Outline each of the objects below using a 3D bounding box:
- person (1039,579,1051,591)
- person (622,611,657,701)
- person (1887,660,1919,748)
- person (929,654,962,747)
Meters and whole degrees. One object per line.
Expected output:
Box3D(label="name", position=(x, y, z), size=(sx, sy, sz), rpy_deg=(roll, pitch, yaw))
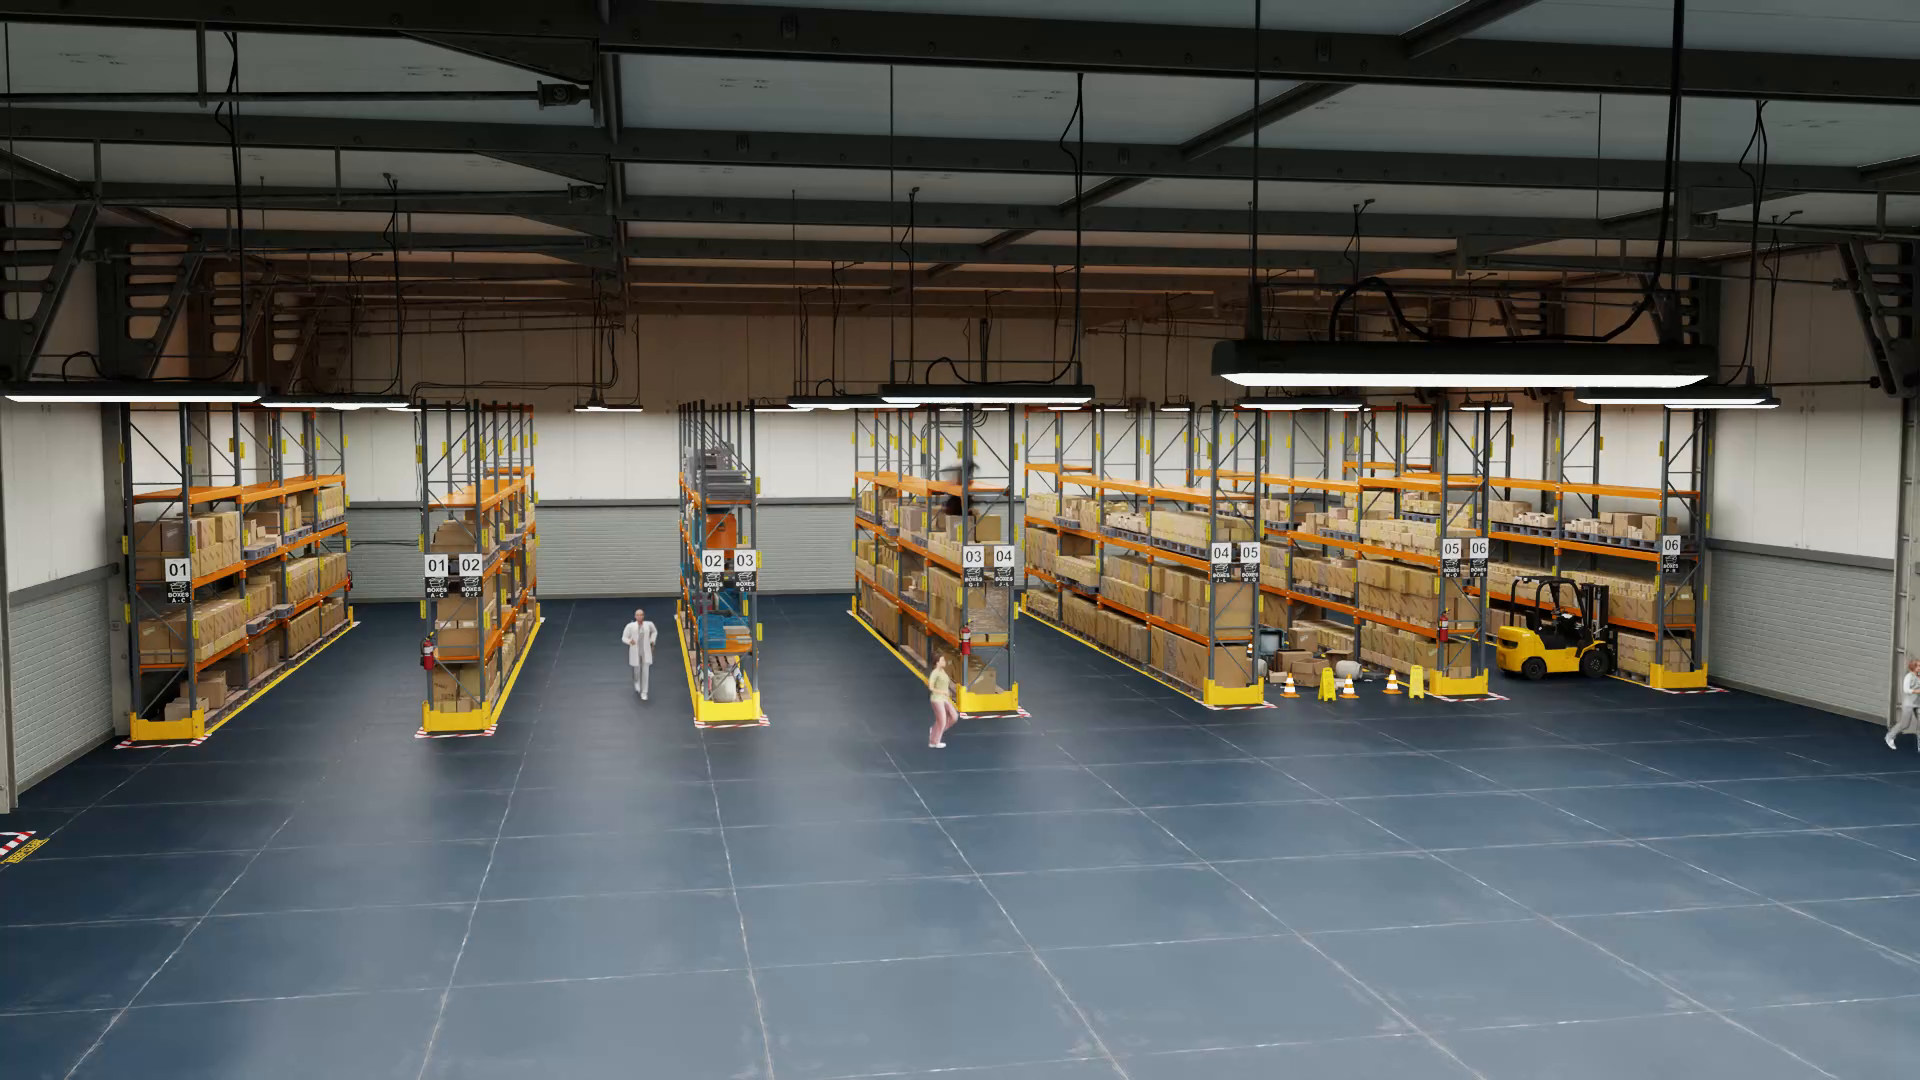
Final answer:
Box3D(label="person", position=(2.566, 1.117, 49.803), size=(0.854, 1.685, 0.603), rpy_deg=(-1, 4, -14))
Box3D(label="person", position=(-6.443, 2.309, 33.543), size=(0.711, 1.772, 0.989), rpy_deg=(-1, 4, -15))
Box3D(label="person", position=(16.000, 2.798, 27.900), size=(0.559, 1.597, 0.857), rpy_deg=(-2, 5, -24))
Box3D(label="person", position=(-0.269, 2.869, 28.467), size=(0.578, 1.379, 0.554), rpy_deg=(2, 5, 25))
